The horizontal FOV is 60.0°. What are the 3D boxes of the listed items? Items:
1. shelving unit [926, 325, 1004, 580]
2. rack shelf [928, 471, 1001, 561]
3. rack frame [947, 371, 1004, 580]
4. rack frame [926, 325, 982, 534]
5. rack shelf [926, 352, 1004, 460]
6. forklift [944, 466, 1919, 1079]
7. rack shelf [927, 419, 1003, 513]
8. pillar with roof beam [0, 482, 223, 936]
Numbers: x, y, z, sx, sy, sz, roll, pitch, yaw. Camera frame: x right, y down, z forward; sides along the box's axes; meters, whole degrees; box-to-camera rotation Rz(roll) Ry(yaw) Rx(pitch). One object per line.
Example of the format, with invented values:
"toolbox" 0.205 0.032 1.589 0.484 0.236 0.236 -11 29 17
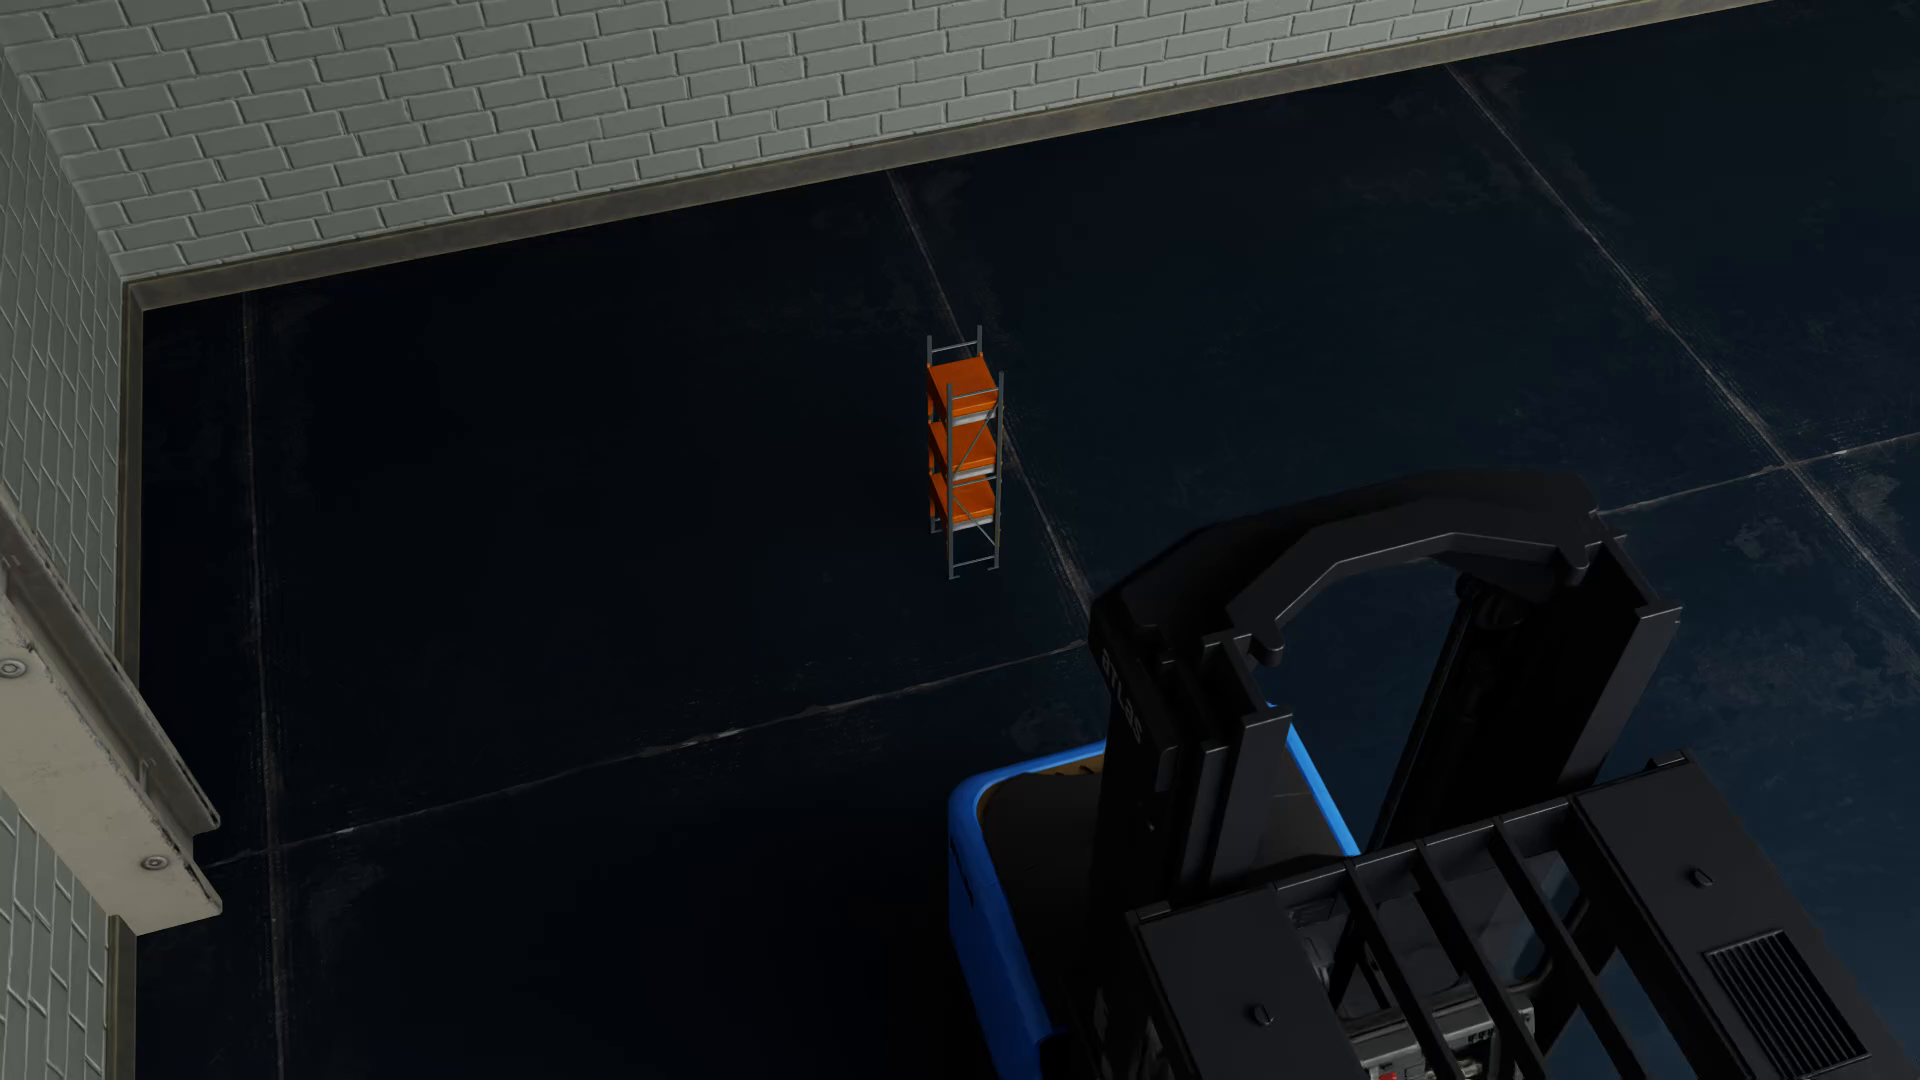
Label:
"shelving unit" 0.016 -0.299 6.105 0.215 1.050 0.252 -13 51 -11
"rack shelf" 0.016 -0.113 6.326 0.215 0.259 0.240 -13 51 -11
"rack frame" 0.052 -0.210 6.030 0.200 1.050 0.008 -13 51 -11
"rack frame" -0.020 -0.388 6.180 0.200 1.050 0.008 -13 51 -11
"rack shelf" 0.016 -0.475 5.896 0.215 0.259 0.240 -13 51 -11
"forklift" 0.881 1.379 3.460 1.130 2.935 3.031 -14 51 -11
"rack shelf" 0.016 -0.292 6.113 0.215 0.259 0.240 -13 51 -11
"pillar with roof beam" 1.467 -2.749 2.971 9.100 9.000 0.400 -13 51 -11
